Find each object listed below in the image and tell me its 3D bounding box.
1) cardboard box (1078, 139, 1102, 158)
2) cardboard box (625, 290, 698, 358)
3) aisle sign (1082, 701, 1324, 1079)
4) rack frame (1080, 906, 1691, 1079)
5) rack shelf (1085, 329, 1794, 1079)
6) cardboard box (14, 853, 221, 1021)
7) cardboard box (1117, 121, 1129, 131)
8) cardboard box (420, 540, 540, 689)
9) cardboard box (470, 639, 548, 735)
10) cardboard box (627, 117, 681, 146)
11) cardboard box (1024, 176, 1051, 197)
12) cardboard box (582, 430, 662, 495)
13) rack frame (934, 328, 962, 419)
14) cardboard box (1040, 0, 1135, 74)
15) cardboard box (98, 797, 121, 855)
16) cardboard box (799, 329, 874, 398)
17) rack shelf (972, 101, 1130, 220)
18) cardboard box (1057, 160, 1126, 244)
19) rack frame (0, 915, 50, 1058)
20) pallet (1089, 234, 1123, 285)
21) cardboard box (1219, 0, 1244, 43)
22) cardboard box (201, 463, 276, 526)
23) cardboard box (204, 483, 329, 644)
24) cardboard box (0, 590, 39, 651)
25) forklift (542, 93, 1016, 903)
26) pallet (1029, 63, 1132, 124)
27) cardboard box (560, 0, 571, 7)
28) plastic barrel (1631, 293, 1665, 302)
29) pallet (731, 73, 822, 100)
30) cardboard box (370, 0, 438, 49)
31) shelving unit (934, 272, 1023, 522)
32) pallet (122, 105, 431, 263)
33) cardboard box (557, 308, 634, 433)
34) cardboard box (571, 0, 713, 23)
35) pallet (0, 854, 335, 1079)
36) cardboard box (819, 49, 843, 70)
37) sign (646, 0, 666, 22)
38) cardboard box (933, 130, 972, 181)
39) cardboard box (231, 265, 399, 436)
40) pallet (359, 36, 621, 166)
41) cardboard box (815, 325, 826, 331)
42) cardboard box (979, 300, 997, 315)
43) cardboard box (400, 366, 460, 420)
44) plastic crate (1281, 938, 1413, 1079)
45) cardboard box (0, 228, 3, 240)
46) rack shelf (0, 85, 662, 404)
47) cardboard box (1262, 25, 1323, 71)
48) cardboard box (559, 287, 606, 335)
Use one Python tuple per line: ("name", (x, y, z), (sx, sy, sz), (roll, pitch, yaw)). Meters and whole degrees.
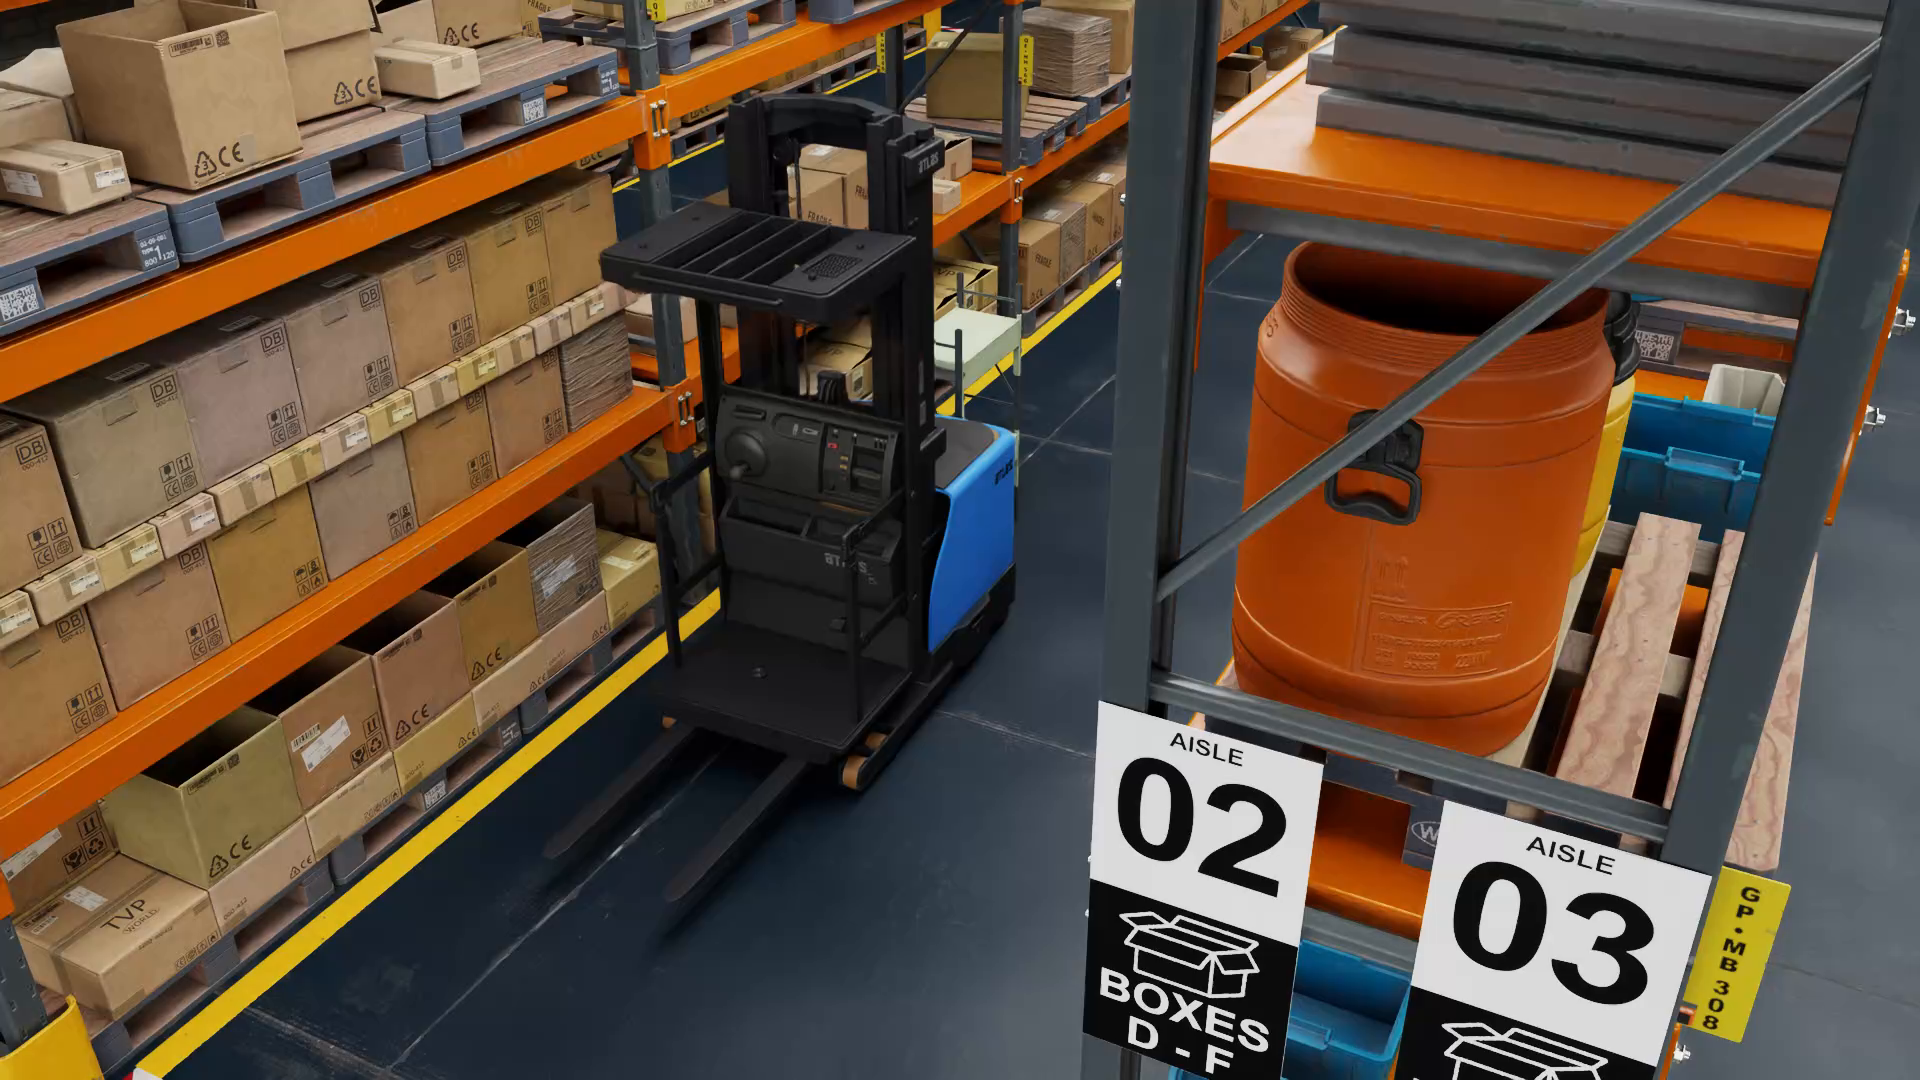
("cardboard box", (0.878, -3.449, 14.059), (0.500, 0.250, 0.500), (14, 33, 23))
("cardboard box", (-1.689, -1.236, 9.040), (0.500, 0.250, 0.500), (17, 34, 26))
("aisle sign", (0.414, 0.663, 2.973), (0.394, 0.787, 0.004), (14, 33, 23))
("rack frame", (0.712, 1.826, 3.558), (1.000, 3.000, 0.127), (14, 33, 23))
("rack shelf", (1.623, -0.049, 4.534), (1.077, 0.370, 4.000), (14, 33, 23))
("cardboard box", (-3.254, 1.524, 6.424), (0.500, 0.250, 0.500), (14, 33, 23))
("cardboard box", (1.333, -3.567, 15.017), (0.500, 0.500, 0.500), (13, 32, 21))
("cardboard box", (-2.353, 0.309, 7.786), (0.500, 0.500, 0.500), (14, 33, 23))
("cardboard box", (-2.342, 0.637, 7.968), (0.500, 0.250, 0.500), (14, 33, 23))
("cardboard box", (-3.224, -4.279, 15.926), (0.750, 0.750, 0.750), (15, 33, 25))
("cardboard box", (0.401, -2.650, 13.421), (0.500, 0.500, 0.500), (13, 32, 22))
("cardboard box", (-1.945, -0.550, 9.472), (0.500, 0.311, 0.500), (14, 33, 23))
("rack frame", (-0.170, -0.485, 9.089), (0.400, 1.500, 0.023), (14, 33, 23))
("cardboard box", (1.021, -4.047, 13.264), (0.700, 0.500, 0.500), (6, 30, 11))
("cardboard box", (-3.498, 1.182, 7.019), (0.500, 0.250, 0.500), (14, 33, 23))
("cardboard box", (-0.765, -1.114, 10.454), (0.500, 0.311, 0.500), (15, 33, 25))
("rack shelf", (0.859, -3.421, 13.417), (1.077, 0.370, 4.000), (14, 33, 23))
("cardboard box", (1.110, -2.777, 13.642), (0.500, 0.500, 0.500), (13, 32, 22))
("rack frame", (-3.699, 0.700, 5.519), (0.949, 2.616, 0.053), (14, 33, 23))
("pallet", (0.879, -2.498, 13.888), (1.003, 0.211, 1.213), (14, 33, 23))
("cardboard box", (2.245, -4.827, 15.043), (0.500, 0.500, 0.500), (15, 33, 25))
("cardboard box", (-2.857, -0.207, 6.347), (0.380, 0.149, 0.250), (13, 32, 22))
("cardboard box", (-3.006, 0.000, 6.637), (0.700, 0.500, 0.500), (15, 33, 24))
("cardboard box", (-3.326, 0.251, 5.549), (0.380, 0.149, 0.250), (14, 33, 23))
("forklift", (-0.799, -0.359, 7.432), (1.130, 2.935, 3.031), (14, 33, 22))
("pallet", (0.830, -3.626, 13.245), (1.003, 0.211, 1.213), (14, 33, 23))
("cardboard box", (-3.540, -4.756, 14.601), (0.500, 0.500, 0.500), (14, 33, 23))
("plastic barrel", (1.985, -1.231, 4.944), (0.600, 0.901, 0.708), (14, 33, 23))
("pallet", (-2.225, -4.851, 17.986), (1.003, 0.211, 1.213), (14, 33, 23))
("cardboard box", (-2.584, -2.175, 7.040), (0.500, 0.311, 0.500), (12, 32, 21))
("shelving unit", (-0.003, -0.647, 9.371), (0.431, 1.500, 0.755), (14, 33, 23))
("pallet", (-2.796, -1.412, 6.274), (1.003, 0.211, 1.213), (14, 33, 23))
("cardboard box", (-2.071, -0.918, 8.236), (0.700, 0.500, 0.500), (13, 32, 22))
("cardboard box", (-1.585, -2.761, 8.263), (0.500, 0.250, 0.500), (18, 34, 28))
("pallet", (-3.385, 1.561, 6.819), (1.003, 0.211, 1.213), (14, 33, 23))
("cardboard box", (-1.742, -5.597, 18.572), (0.700, 0.500, 0.500), (15, 33, 24))
("sign", (-1.379, -2.507, 7.492), (0.100, 0.325, 0.005), (14, 33, 23))
("cardboard box", (-0.256, -2.656, 11.452), (0.500, 0.311, 0.500), (16, 34, 26))
("cardboard box", (-2.756, -0.813, 6.750), (0.700, 0.500, 0.500), (14, 33, 23))
("pallet", (-2.239, -1.951, 7.212), (1.003, 0.211, 1.213), (14, 33, 23))
("cardboard box", (-1.018, -1.453, 11.044), (0.500, 0.311, 0.500), (13, 32, 22))
("cardboard box", (-0.074, -1.547, 11.771), (0.500, 0.250, 0.500), (15, 33, 24))
("cardboard box", (-2.387, -0.666, 7.145), (0.380, 0.149, 0.250), (15, 33, 25))
("plastic crate", (0.974, 1.314, 4.599), (0.499, 0.251, 0.408), (14, 33, 23))
("cardboard box", (-3.431, -1.142, 5.048), (0.797, 0.503, 0.637), (17, 34, 27))
("rack shelf", (-2.785, -1.175, 6.494), (1.077, 0.370, 4.000), (14, 33, 23))
("cardboard box", (3.564, -5.202, 17.865), (0.500, 0.500, 0.500), (14, 33, 23))
("cardboard box", (-1.922, -1.119, 7.935), (0.380, 0.149, 0.250), (14, 33, 22))
